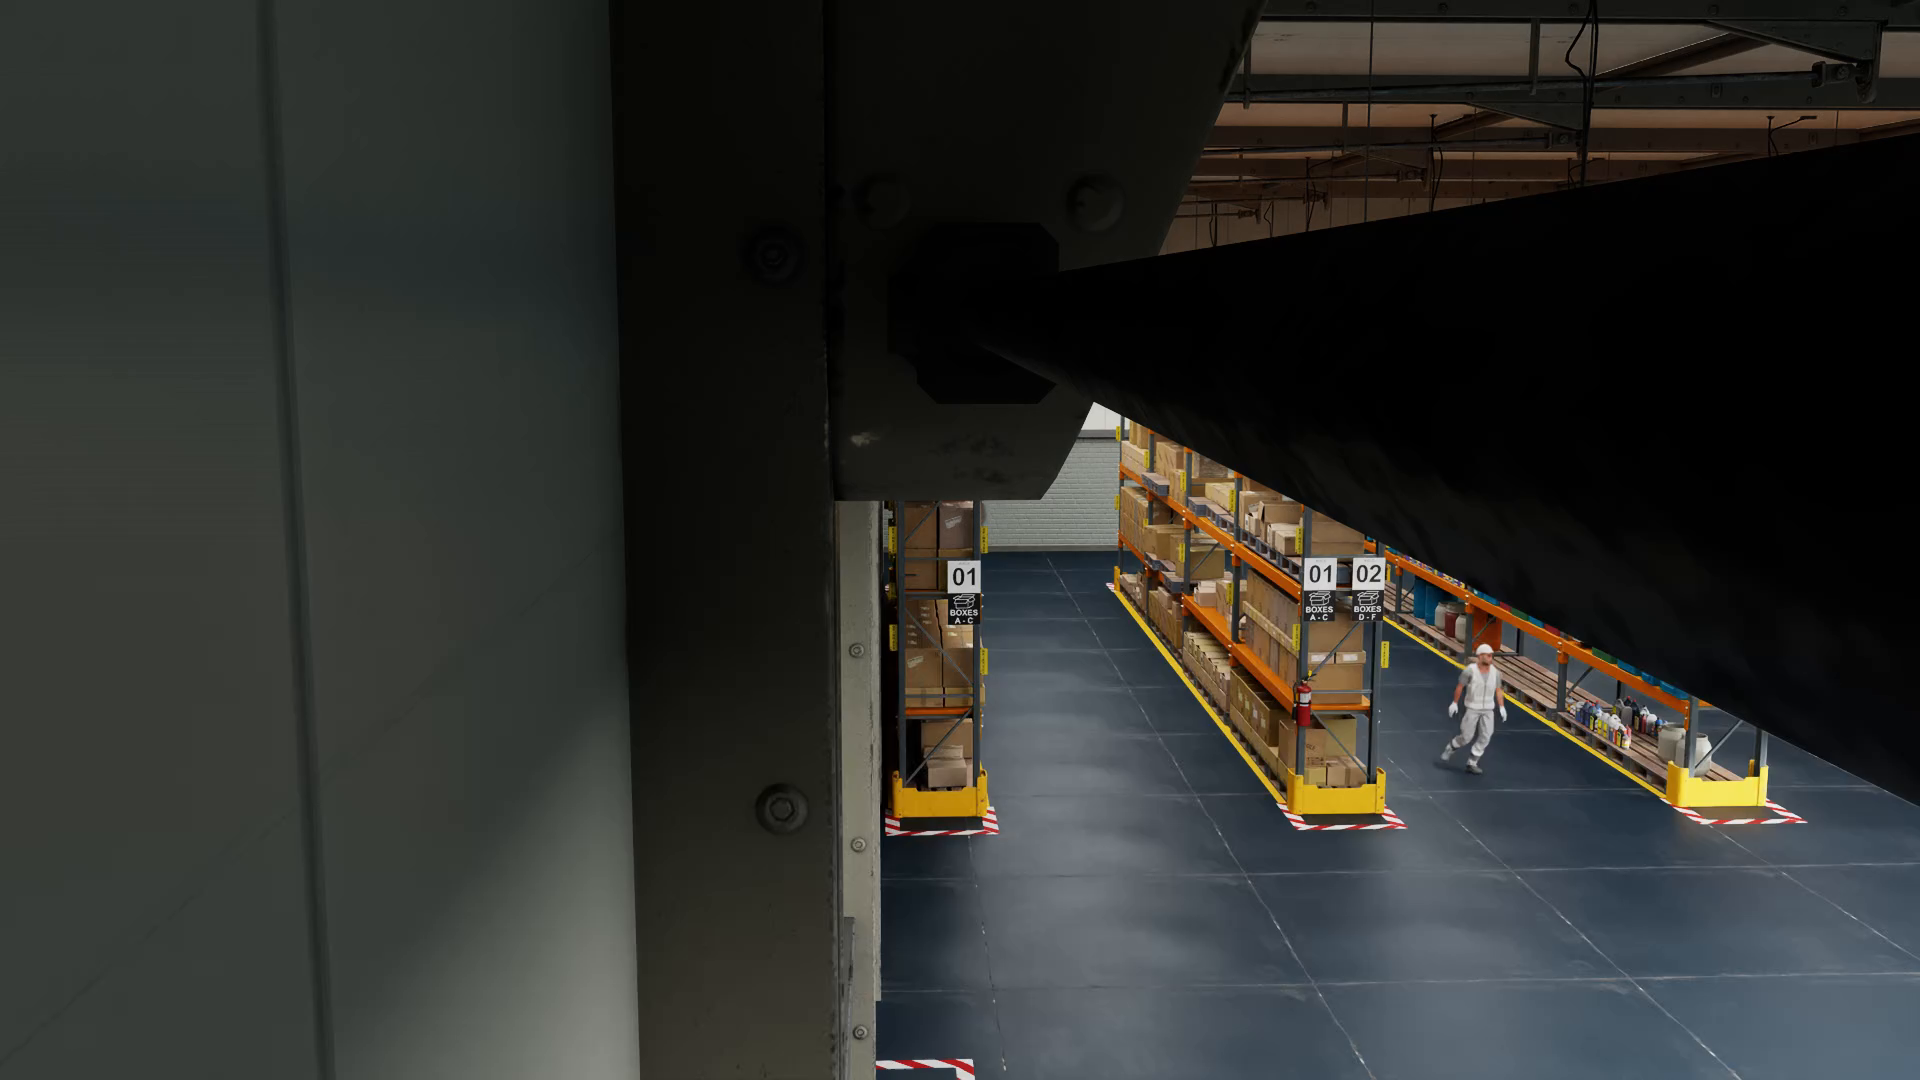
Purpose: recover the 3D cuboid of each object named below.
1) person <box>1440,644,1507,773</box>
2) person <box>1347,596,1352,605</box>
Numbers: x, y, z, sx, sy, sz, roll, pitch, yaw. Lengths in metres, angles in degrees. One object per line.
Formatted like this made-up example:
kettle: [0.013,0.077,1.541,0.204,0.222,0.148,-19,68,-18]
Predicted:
person: [6.906,2.252,22.370,0.767,1.749,0.576,-1,8,-7]
person: [7.528,0.943,31.654,0.587,1.655,0.613,-1,8,-7]
